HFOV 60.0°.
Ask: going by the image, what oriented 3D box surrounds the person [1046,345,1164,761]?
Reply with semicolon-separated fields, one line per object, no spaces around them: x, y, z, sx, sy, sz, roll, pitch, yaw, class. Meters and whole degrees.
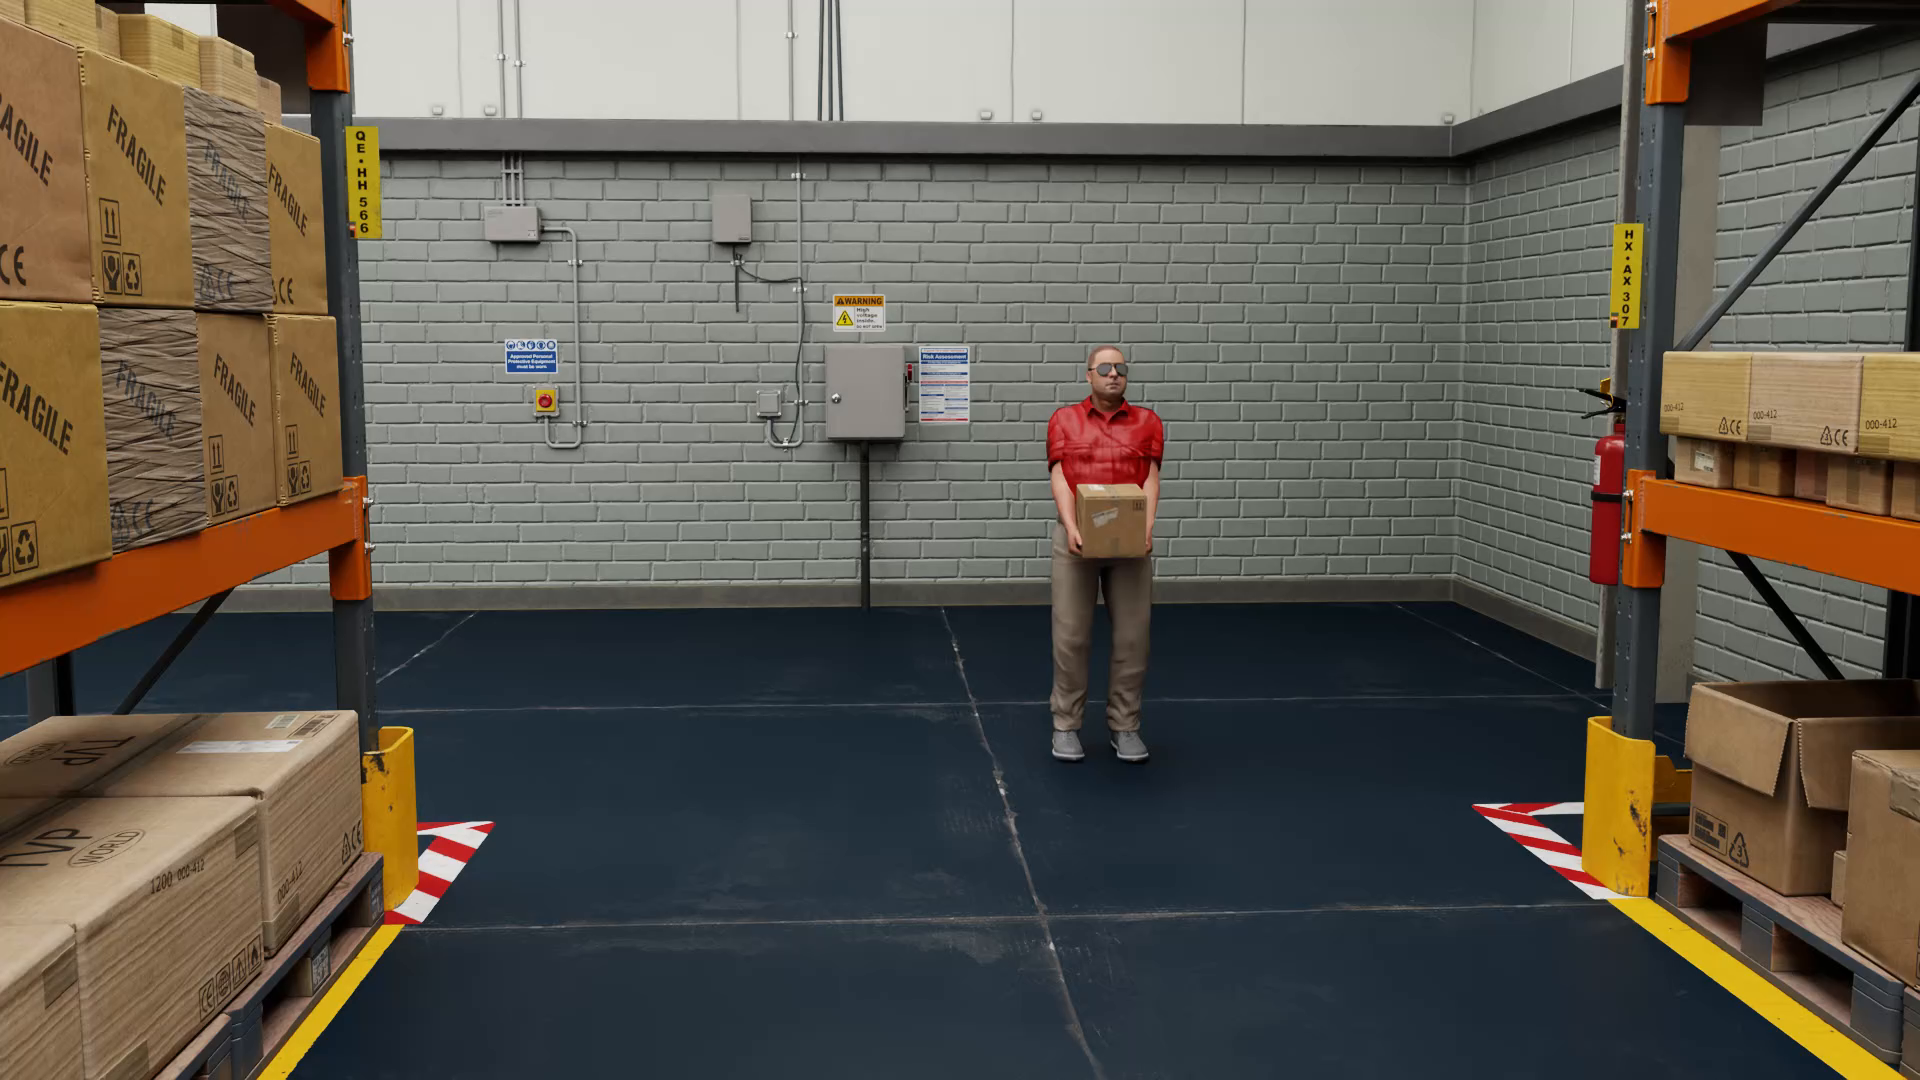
0.614;0.057;6.884;0.493;1.712;0.538;0;7;-3;person
